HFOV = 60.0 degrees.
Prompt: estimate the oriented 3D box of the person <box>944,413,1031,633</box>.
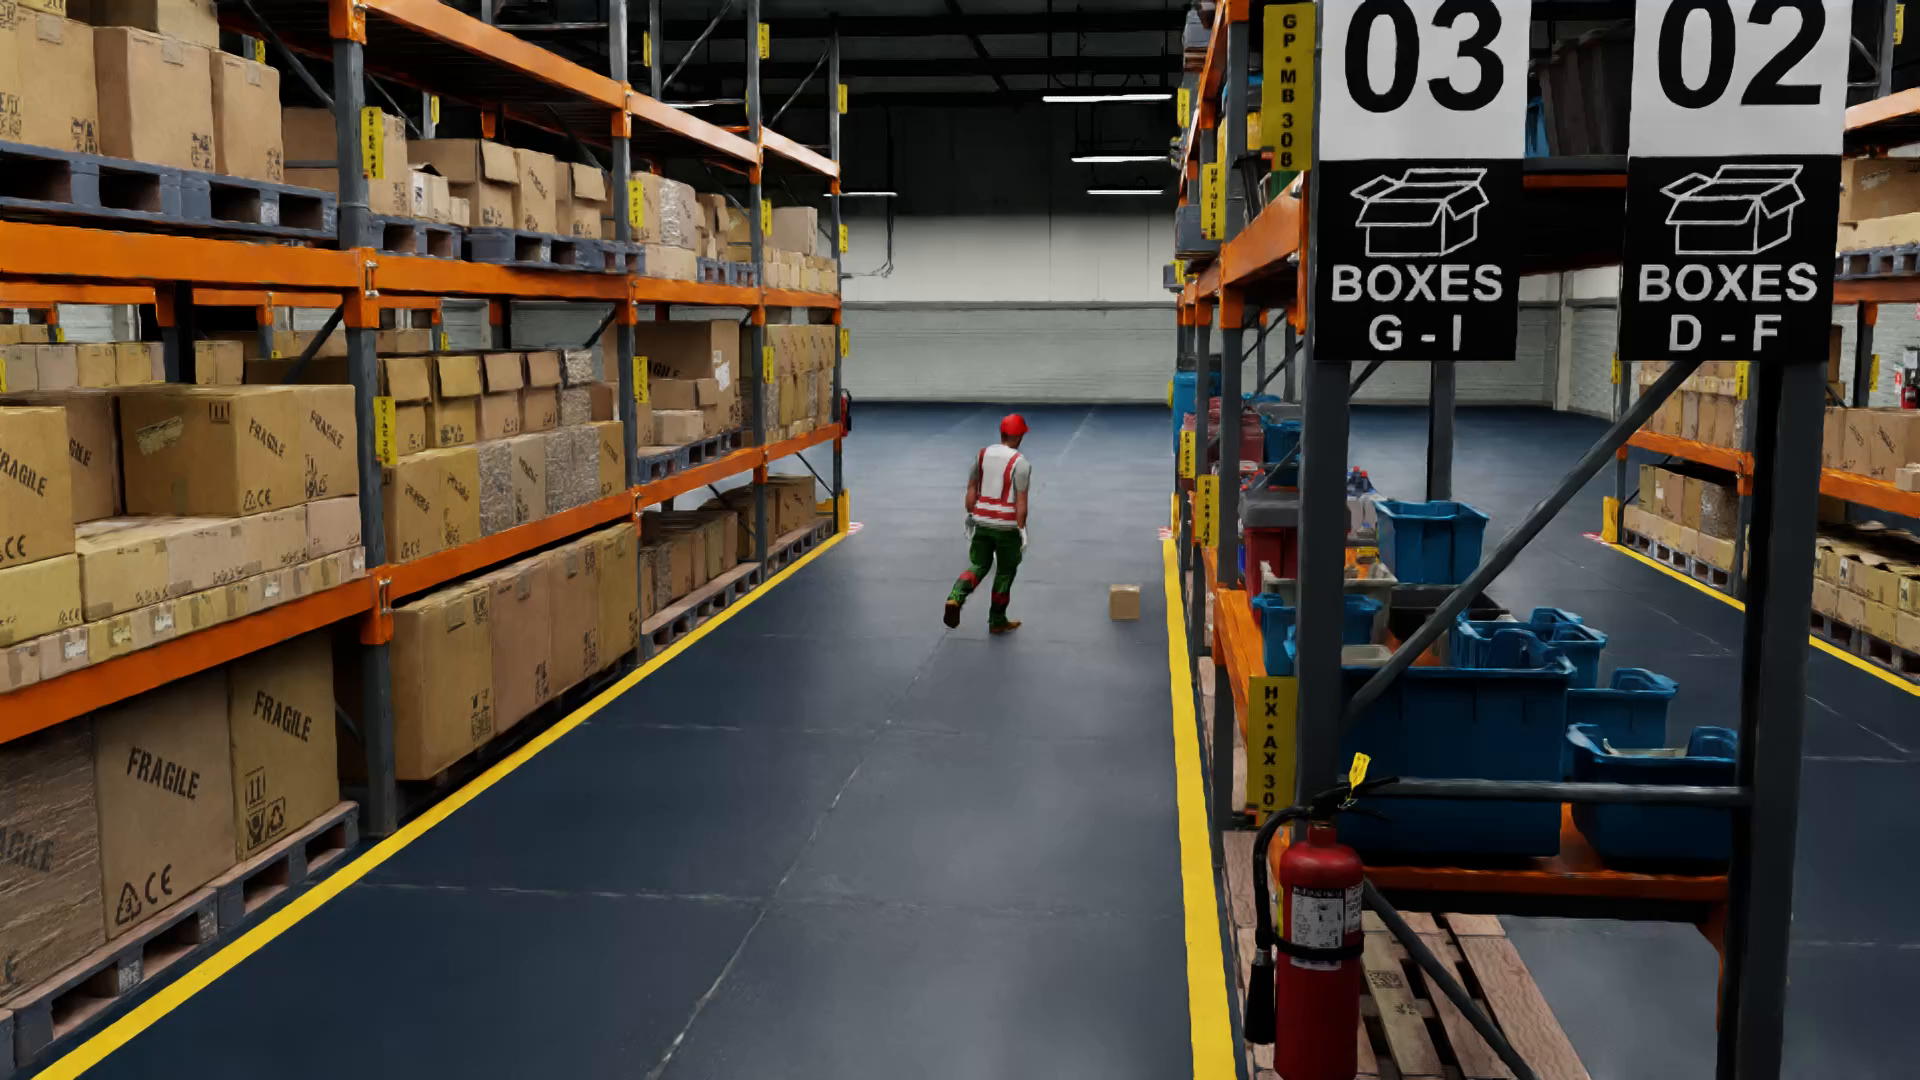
[{"bbox_3d":[0.273,-0.113,13.092,0.602,1.764,0.770,6,10,39],"label":"person"}]
